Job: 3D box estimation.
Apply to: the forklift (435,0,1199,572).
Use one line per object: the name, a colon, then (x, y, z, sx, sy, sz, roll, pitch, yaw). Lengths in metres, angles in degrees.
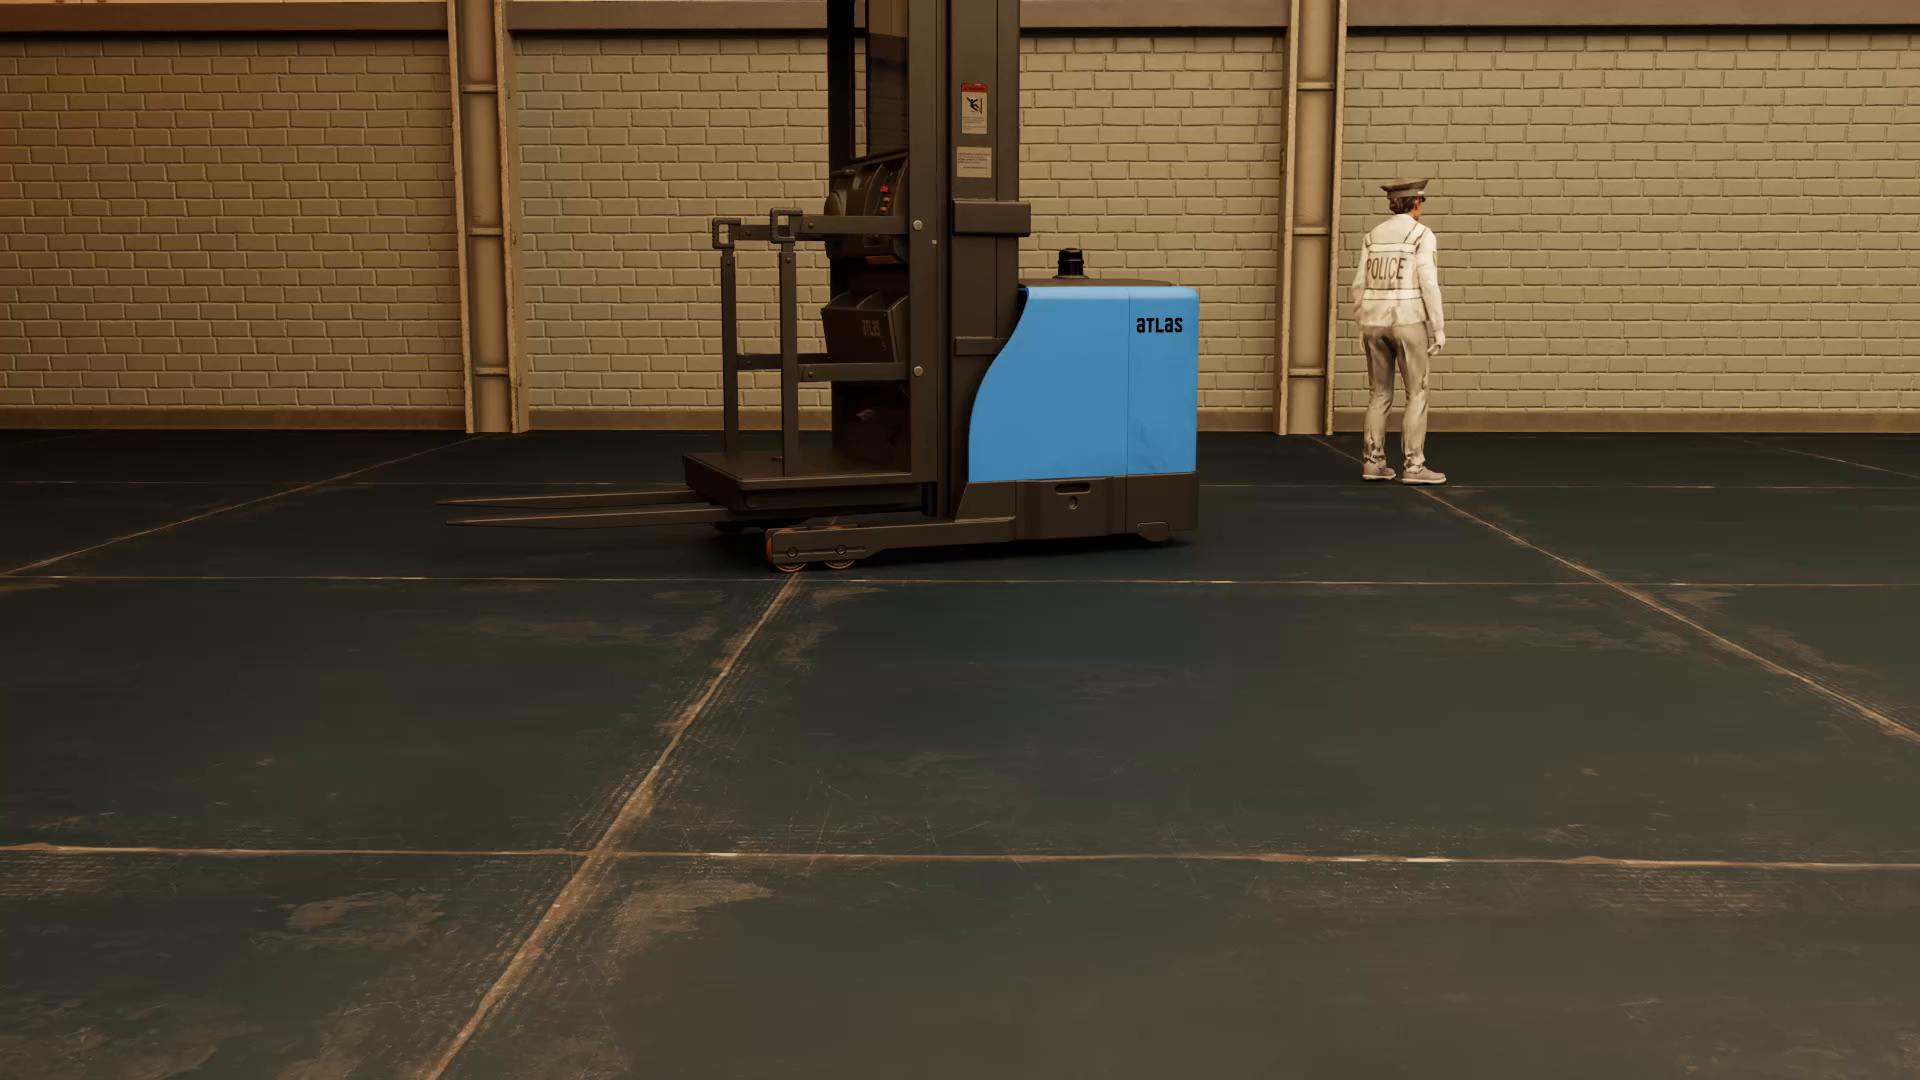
forklift: (-0.569, -1.416, 6.694, 3.031, 2.935, 1.130, -3, 9, -20)

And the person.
person: (2.406, -1.149, 9.145, 0.374, 1.664, 0.541, -8, 12, -42)
